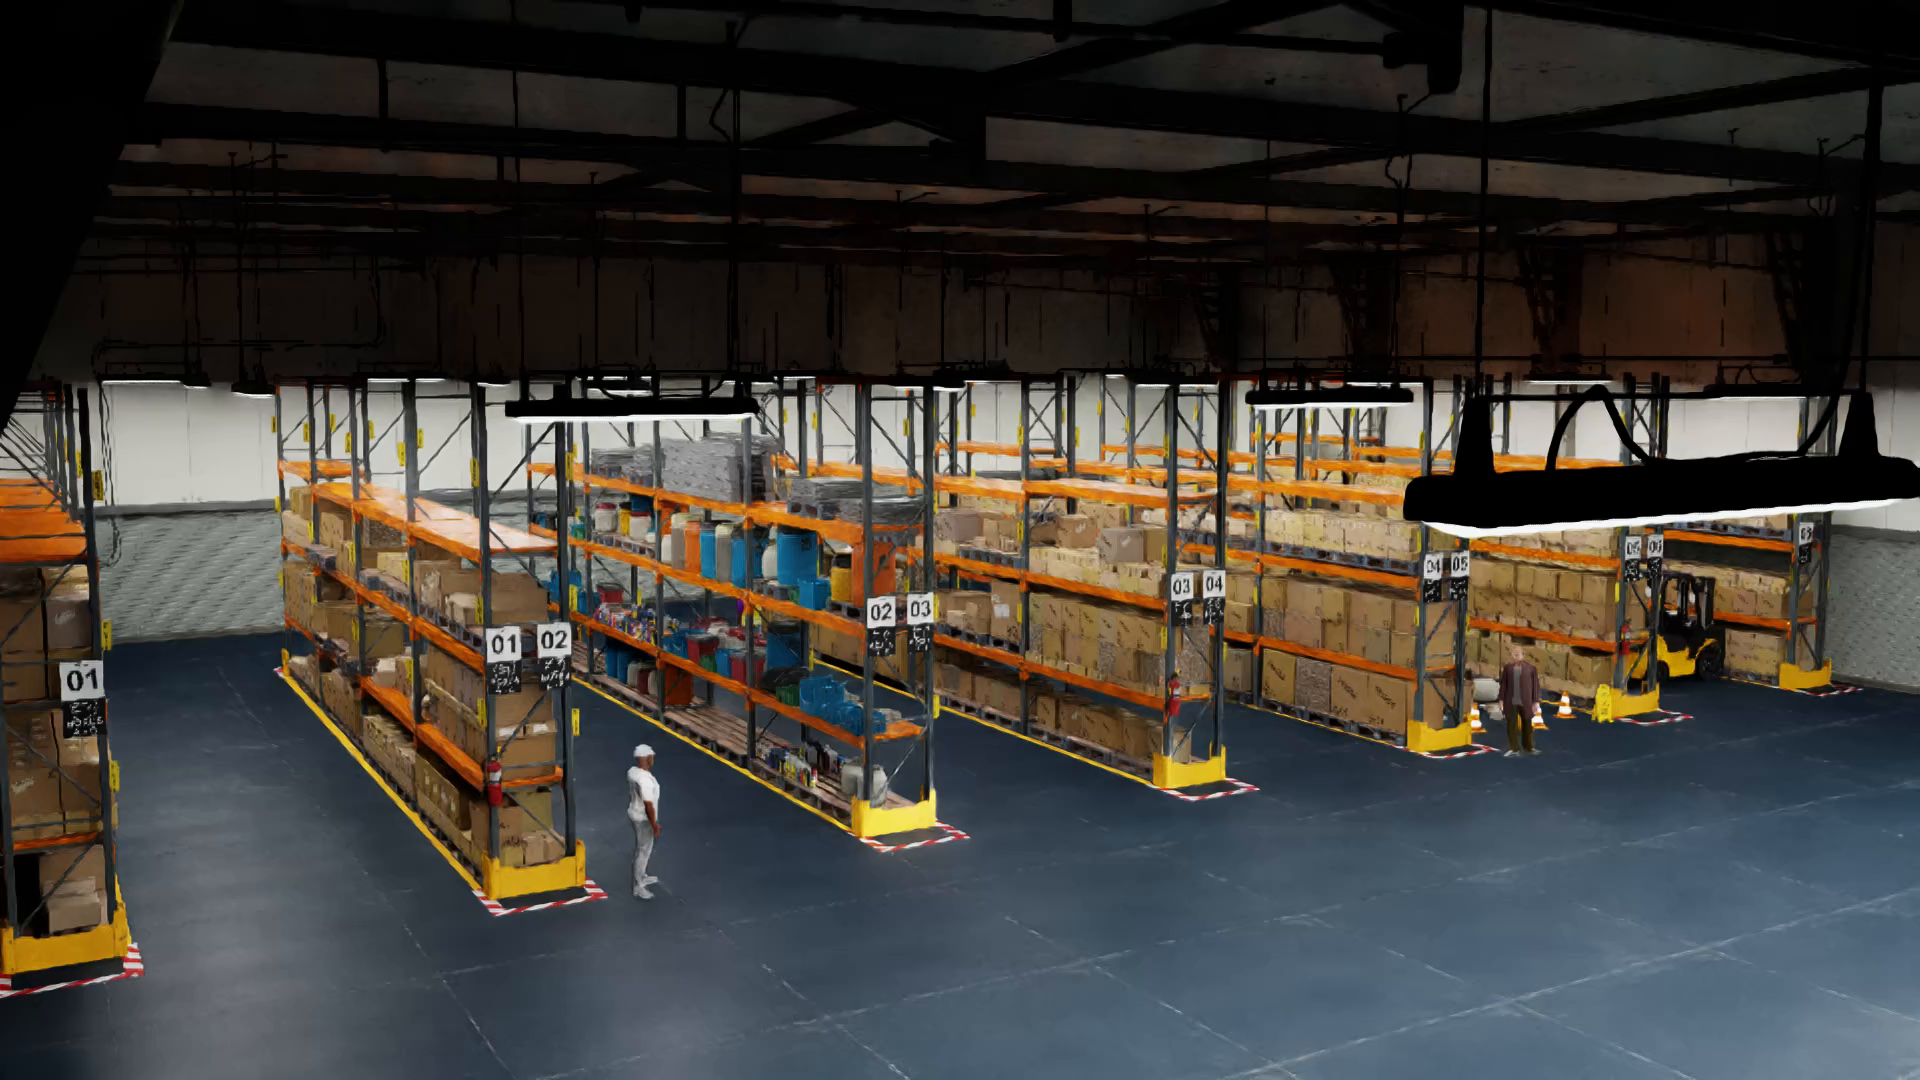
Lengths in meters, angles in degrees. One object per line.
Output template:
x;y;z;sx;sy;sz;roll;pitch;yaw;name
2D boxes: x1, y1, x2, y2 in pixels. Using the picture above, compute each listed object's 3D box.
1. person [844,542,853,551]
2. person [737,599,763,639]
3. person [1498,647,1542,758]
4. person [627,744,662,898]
-2.842;0.704;44.075;0.477;1.597;1.003;-2;7;-21;person
-4.318;1.724;34.352;0.577;1.691;1.121;-3;7;-28;person
8.915;2.567;26.453;0.692;1.771;0.596;4;7;30;person
-3.732;3.281;19.691;0.383;1.771;0.728;-3;7;-24;person
